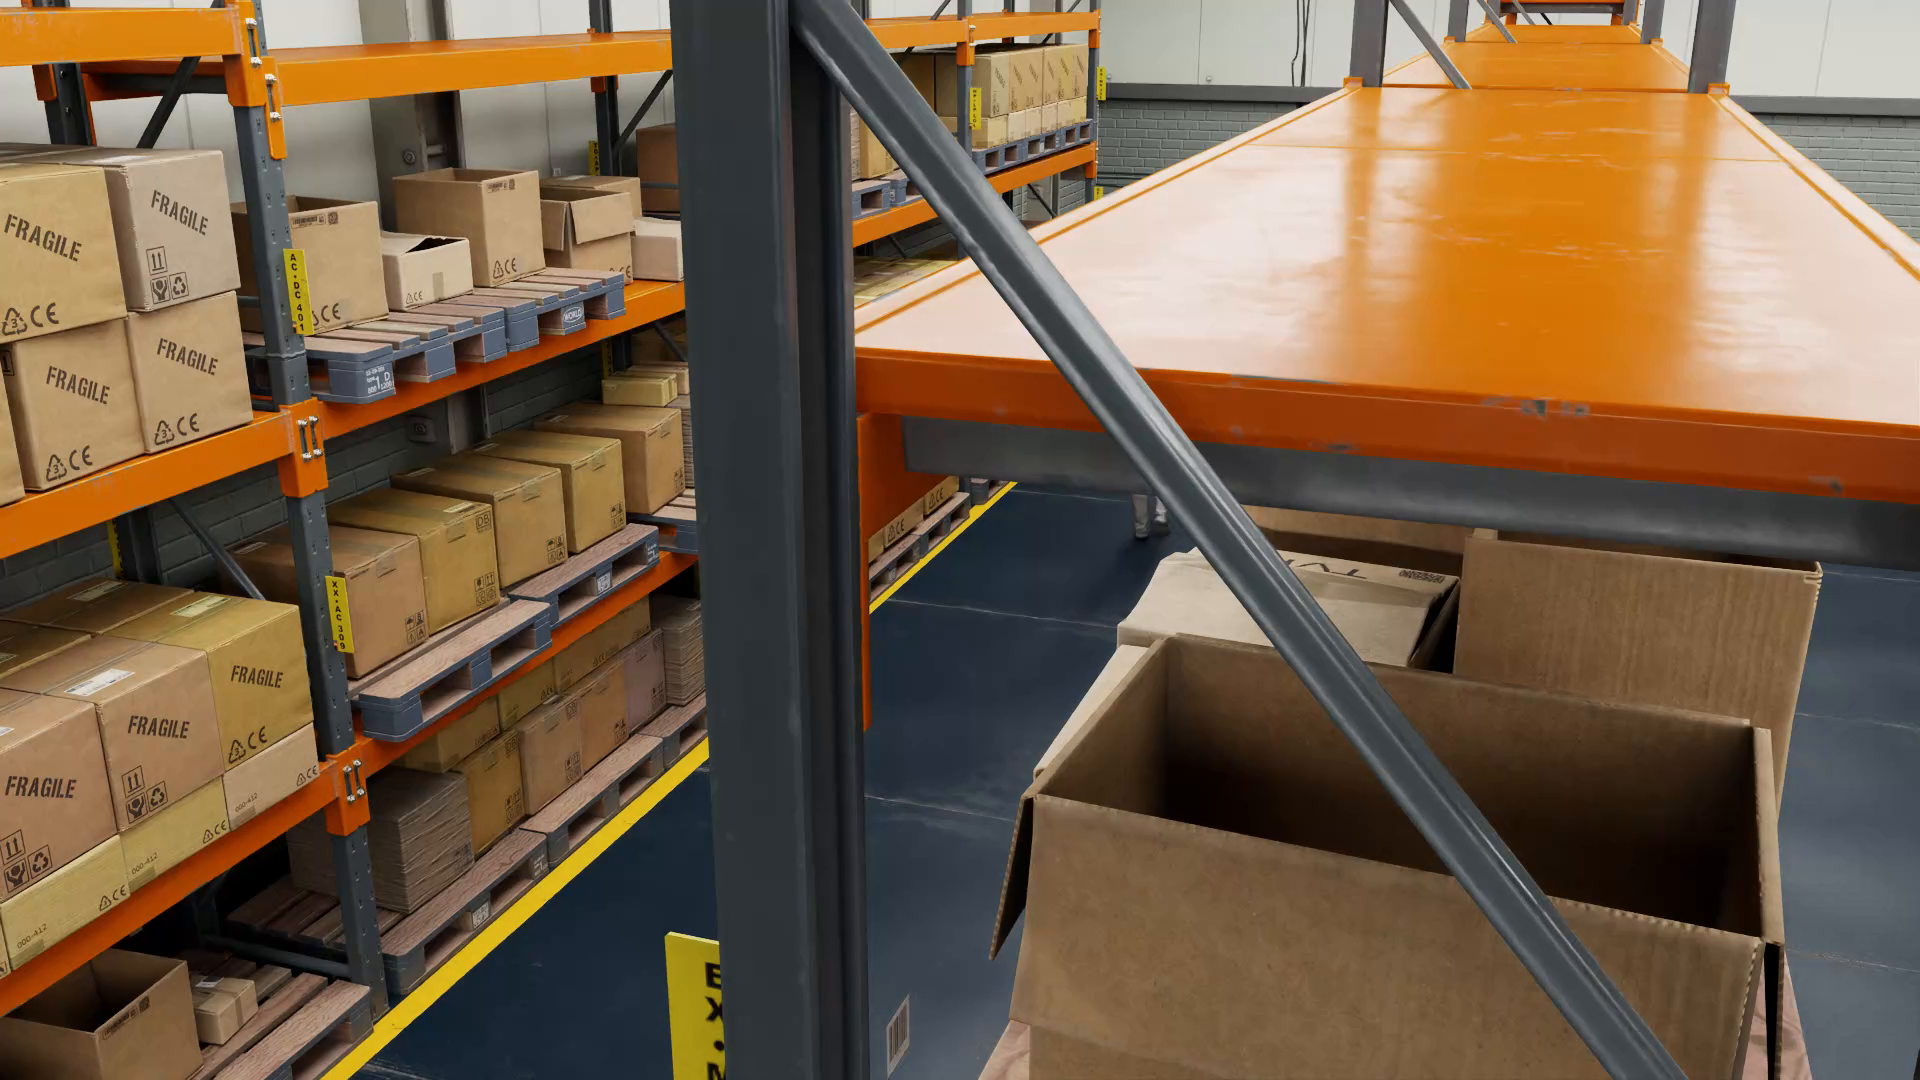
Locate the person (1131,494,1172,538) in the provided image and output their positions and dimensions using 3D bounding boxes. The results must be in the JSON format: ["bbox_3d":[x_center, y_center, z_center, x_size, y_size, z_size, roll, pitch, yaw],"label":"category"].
[{"bbox_3d":[1.559,-0.889,13.668,0.564,1.806,0.483,4,19,13],"label":"person"}]
